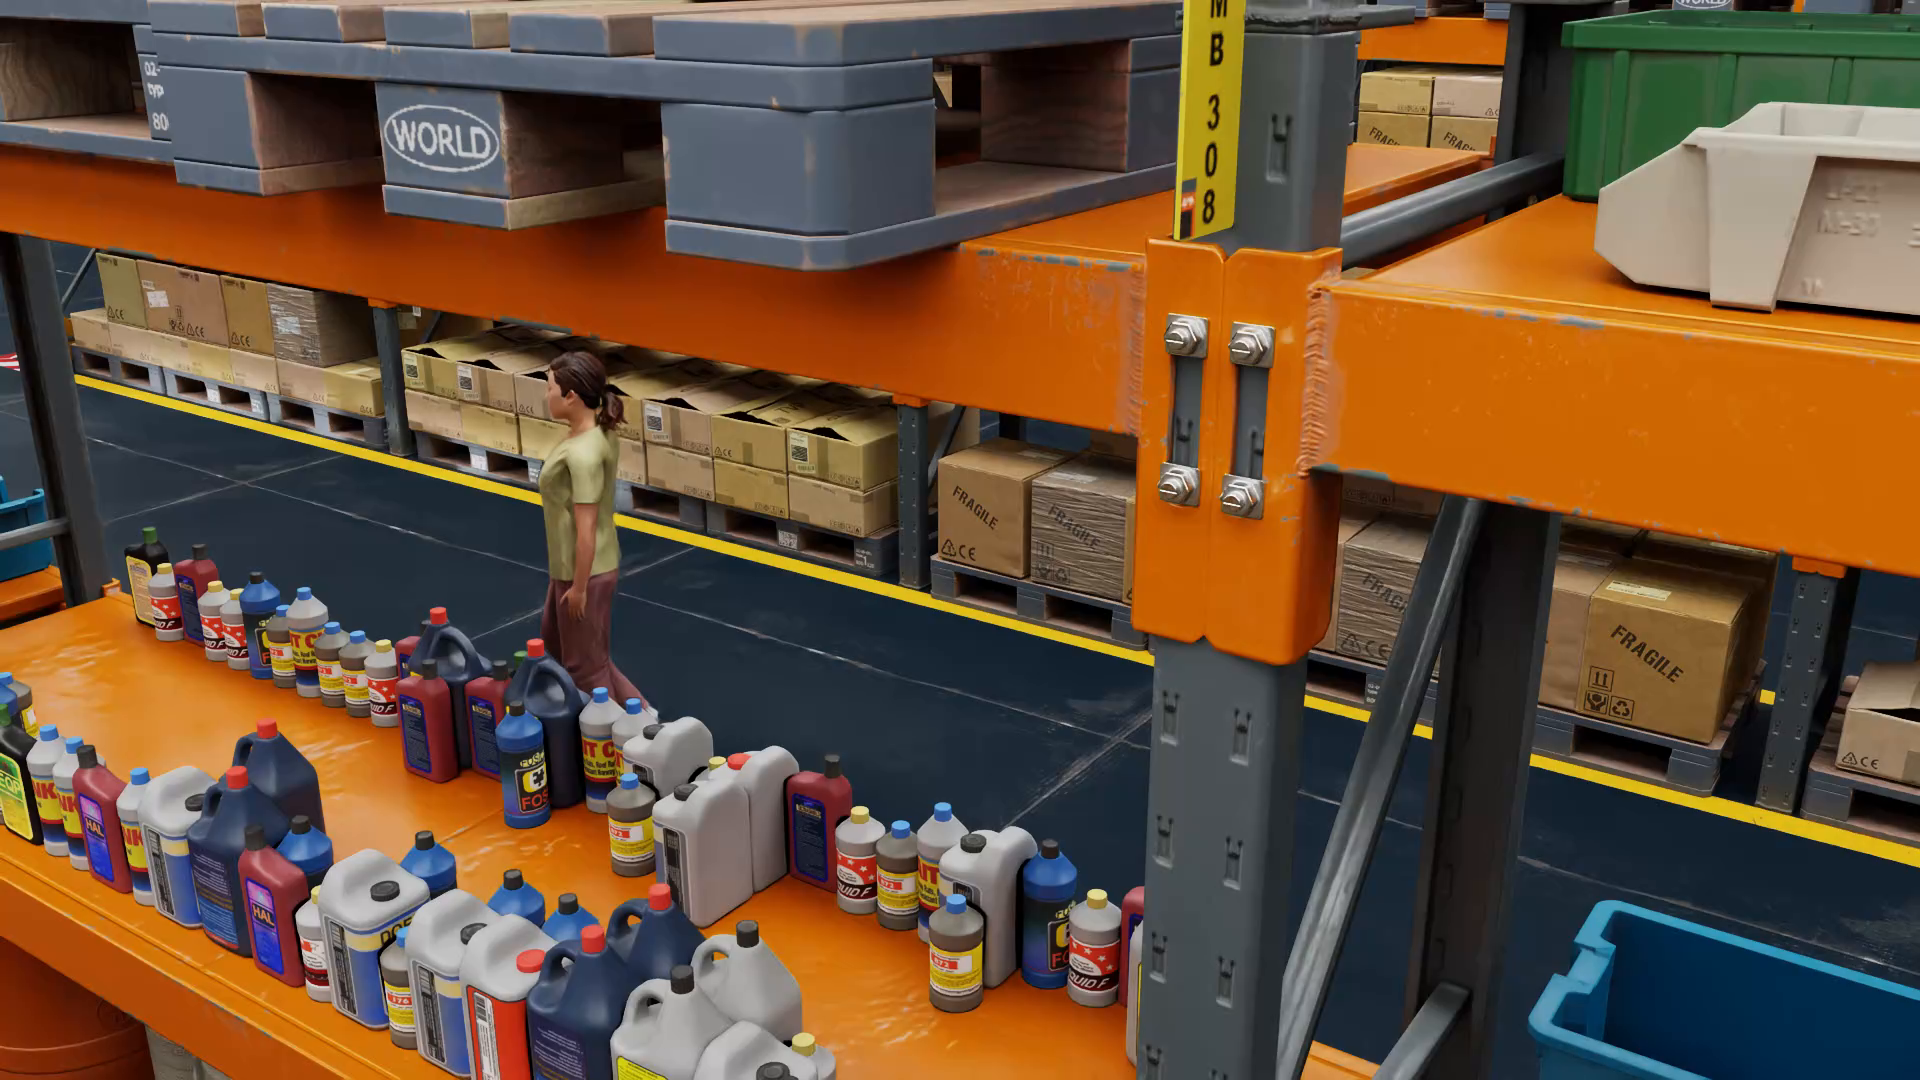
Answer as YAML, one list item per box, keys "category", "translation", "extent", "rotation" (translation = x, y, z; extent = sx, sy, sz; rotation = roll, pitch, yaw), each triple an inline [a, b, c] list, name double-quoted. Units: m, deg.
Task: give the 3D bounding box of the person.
- category: "person"
  translation: [-1.403, 0.123, 6.207]
  extent: [0.450, 1.677, 0.459]
  rotation: [-2, 20, -5]
